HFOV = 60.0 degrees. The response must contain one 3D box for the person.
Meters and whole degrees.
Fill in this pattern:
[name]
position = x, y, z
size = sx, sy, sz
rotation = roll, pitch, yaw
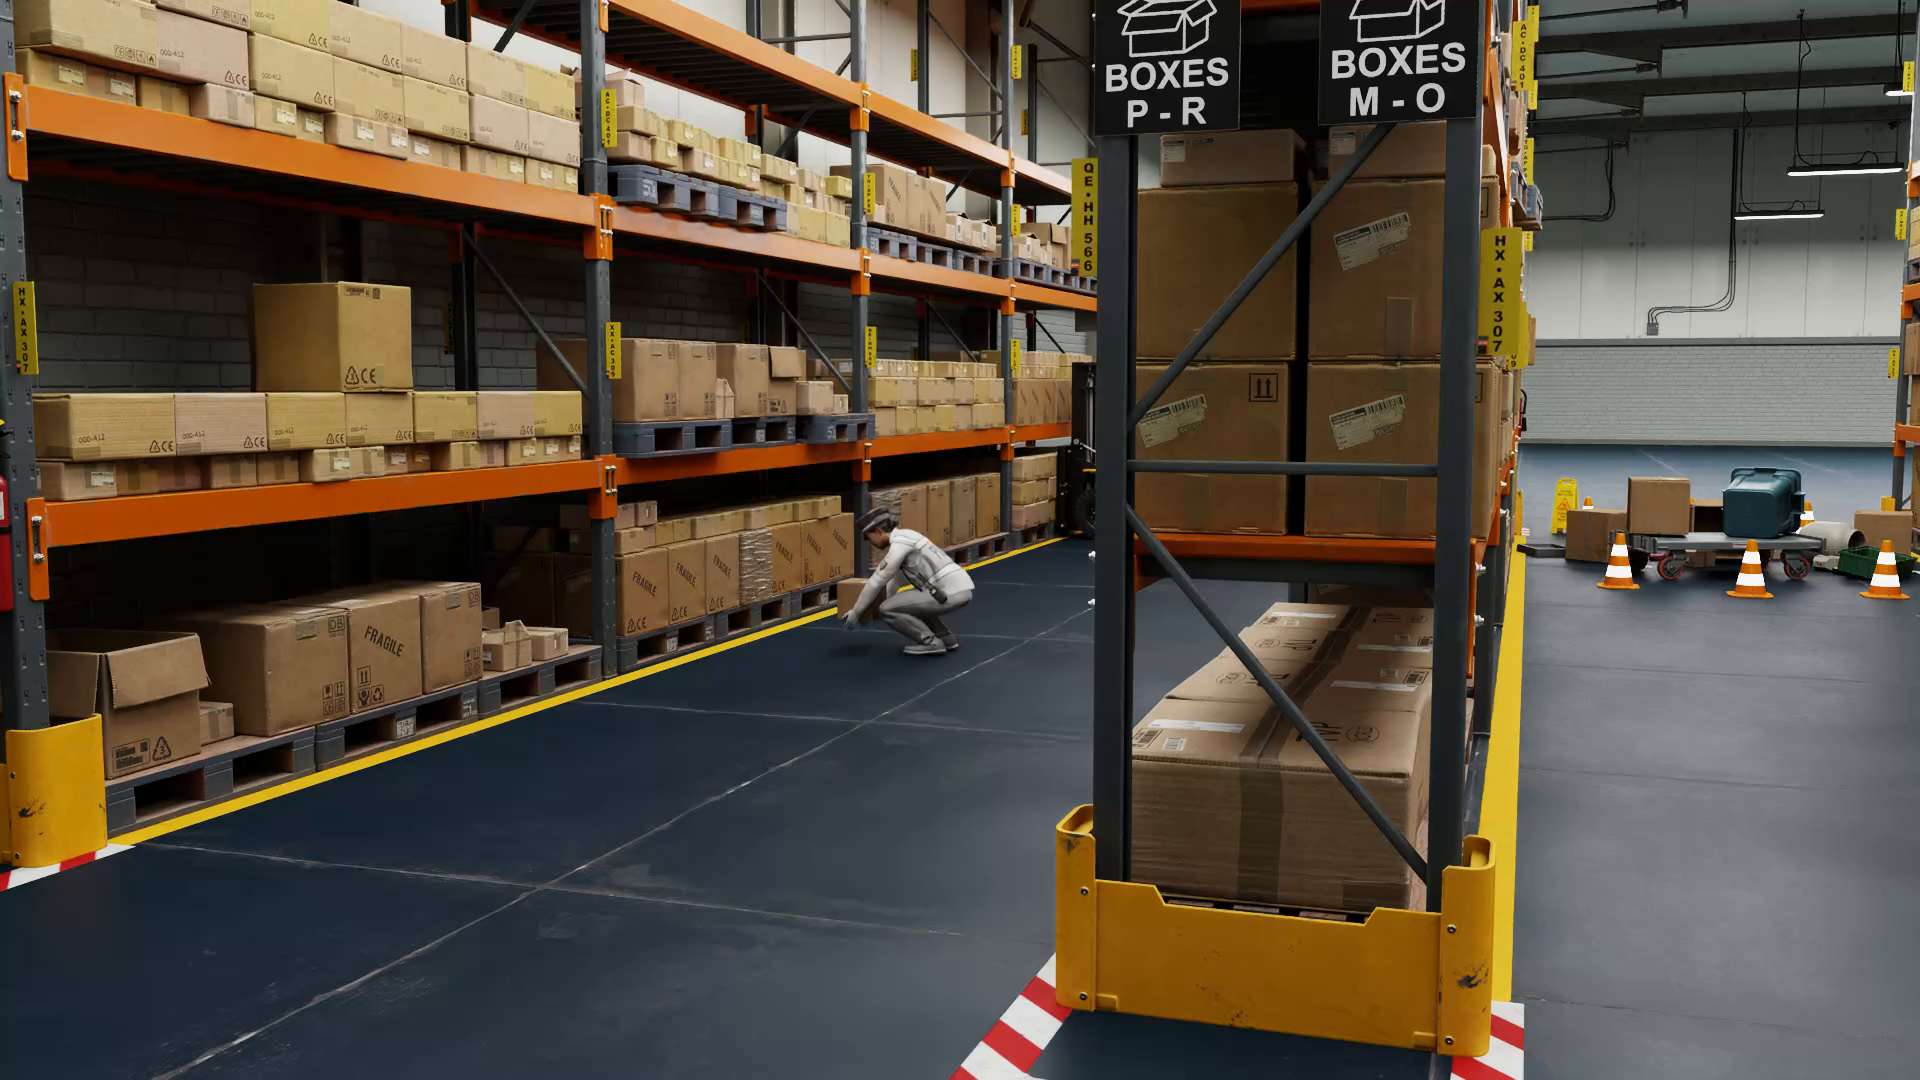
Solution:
[person]
position = 3.506, -0.501, 12.189
size = 7.261, 2.202, 5.544
rotation = 2, 6, 18
